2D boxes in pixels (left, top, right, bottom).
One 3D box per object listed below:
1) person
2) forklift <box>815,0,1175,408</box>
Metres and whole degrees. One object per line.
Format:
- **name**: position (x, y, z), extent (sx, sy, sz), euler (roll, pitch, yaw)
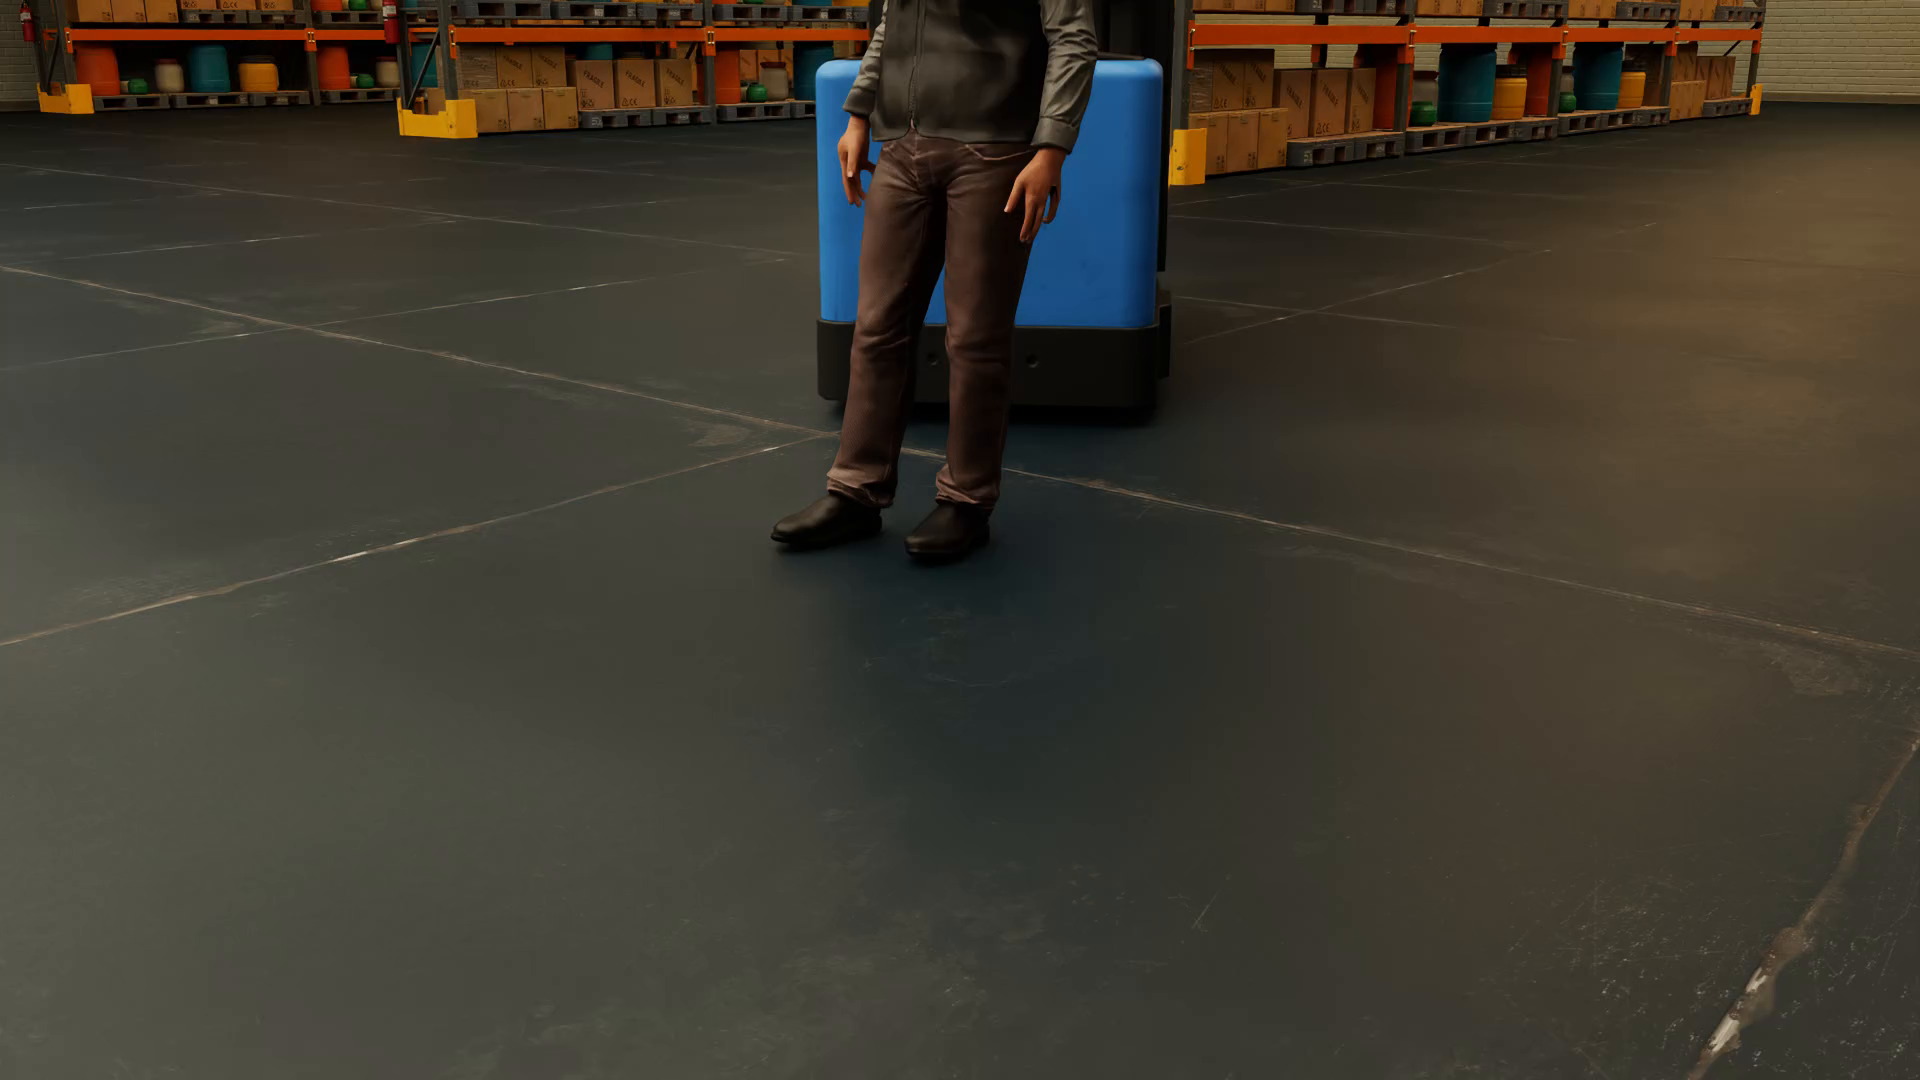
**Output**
- **person**: position (-0.046, -0.818, 3.649), extent (0.632, 1.720, 0.568), euler (13, 21, 37)
- **forklift**: position (0.248, -2.182, 6.083), extent (1.130, 2.935, 3.031), euler (2, 17, 7)
